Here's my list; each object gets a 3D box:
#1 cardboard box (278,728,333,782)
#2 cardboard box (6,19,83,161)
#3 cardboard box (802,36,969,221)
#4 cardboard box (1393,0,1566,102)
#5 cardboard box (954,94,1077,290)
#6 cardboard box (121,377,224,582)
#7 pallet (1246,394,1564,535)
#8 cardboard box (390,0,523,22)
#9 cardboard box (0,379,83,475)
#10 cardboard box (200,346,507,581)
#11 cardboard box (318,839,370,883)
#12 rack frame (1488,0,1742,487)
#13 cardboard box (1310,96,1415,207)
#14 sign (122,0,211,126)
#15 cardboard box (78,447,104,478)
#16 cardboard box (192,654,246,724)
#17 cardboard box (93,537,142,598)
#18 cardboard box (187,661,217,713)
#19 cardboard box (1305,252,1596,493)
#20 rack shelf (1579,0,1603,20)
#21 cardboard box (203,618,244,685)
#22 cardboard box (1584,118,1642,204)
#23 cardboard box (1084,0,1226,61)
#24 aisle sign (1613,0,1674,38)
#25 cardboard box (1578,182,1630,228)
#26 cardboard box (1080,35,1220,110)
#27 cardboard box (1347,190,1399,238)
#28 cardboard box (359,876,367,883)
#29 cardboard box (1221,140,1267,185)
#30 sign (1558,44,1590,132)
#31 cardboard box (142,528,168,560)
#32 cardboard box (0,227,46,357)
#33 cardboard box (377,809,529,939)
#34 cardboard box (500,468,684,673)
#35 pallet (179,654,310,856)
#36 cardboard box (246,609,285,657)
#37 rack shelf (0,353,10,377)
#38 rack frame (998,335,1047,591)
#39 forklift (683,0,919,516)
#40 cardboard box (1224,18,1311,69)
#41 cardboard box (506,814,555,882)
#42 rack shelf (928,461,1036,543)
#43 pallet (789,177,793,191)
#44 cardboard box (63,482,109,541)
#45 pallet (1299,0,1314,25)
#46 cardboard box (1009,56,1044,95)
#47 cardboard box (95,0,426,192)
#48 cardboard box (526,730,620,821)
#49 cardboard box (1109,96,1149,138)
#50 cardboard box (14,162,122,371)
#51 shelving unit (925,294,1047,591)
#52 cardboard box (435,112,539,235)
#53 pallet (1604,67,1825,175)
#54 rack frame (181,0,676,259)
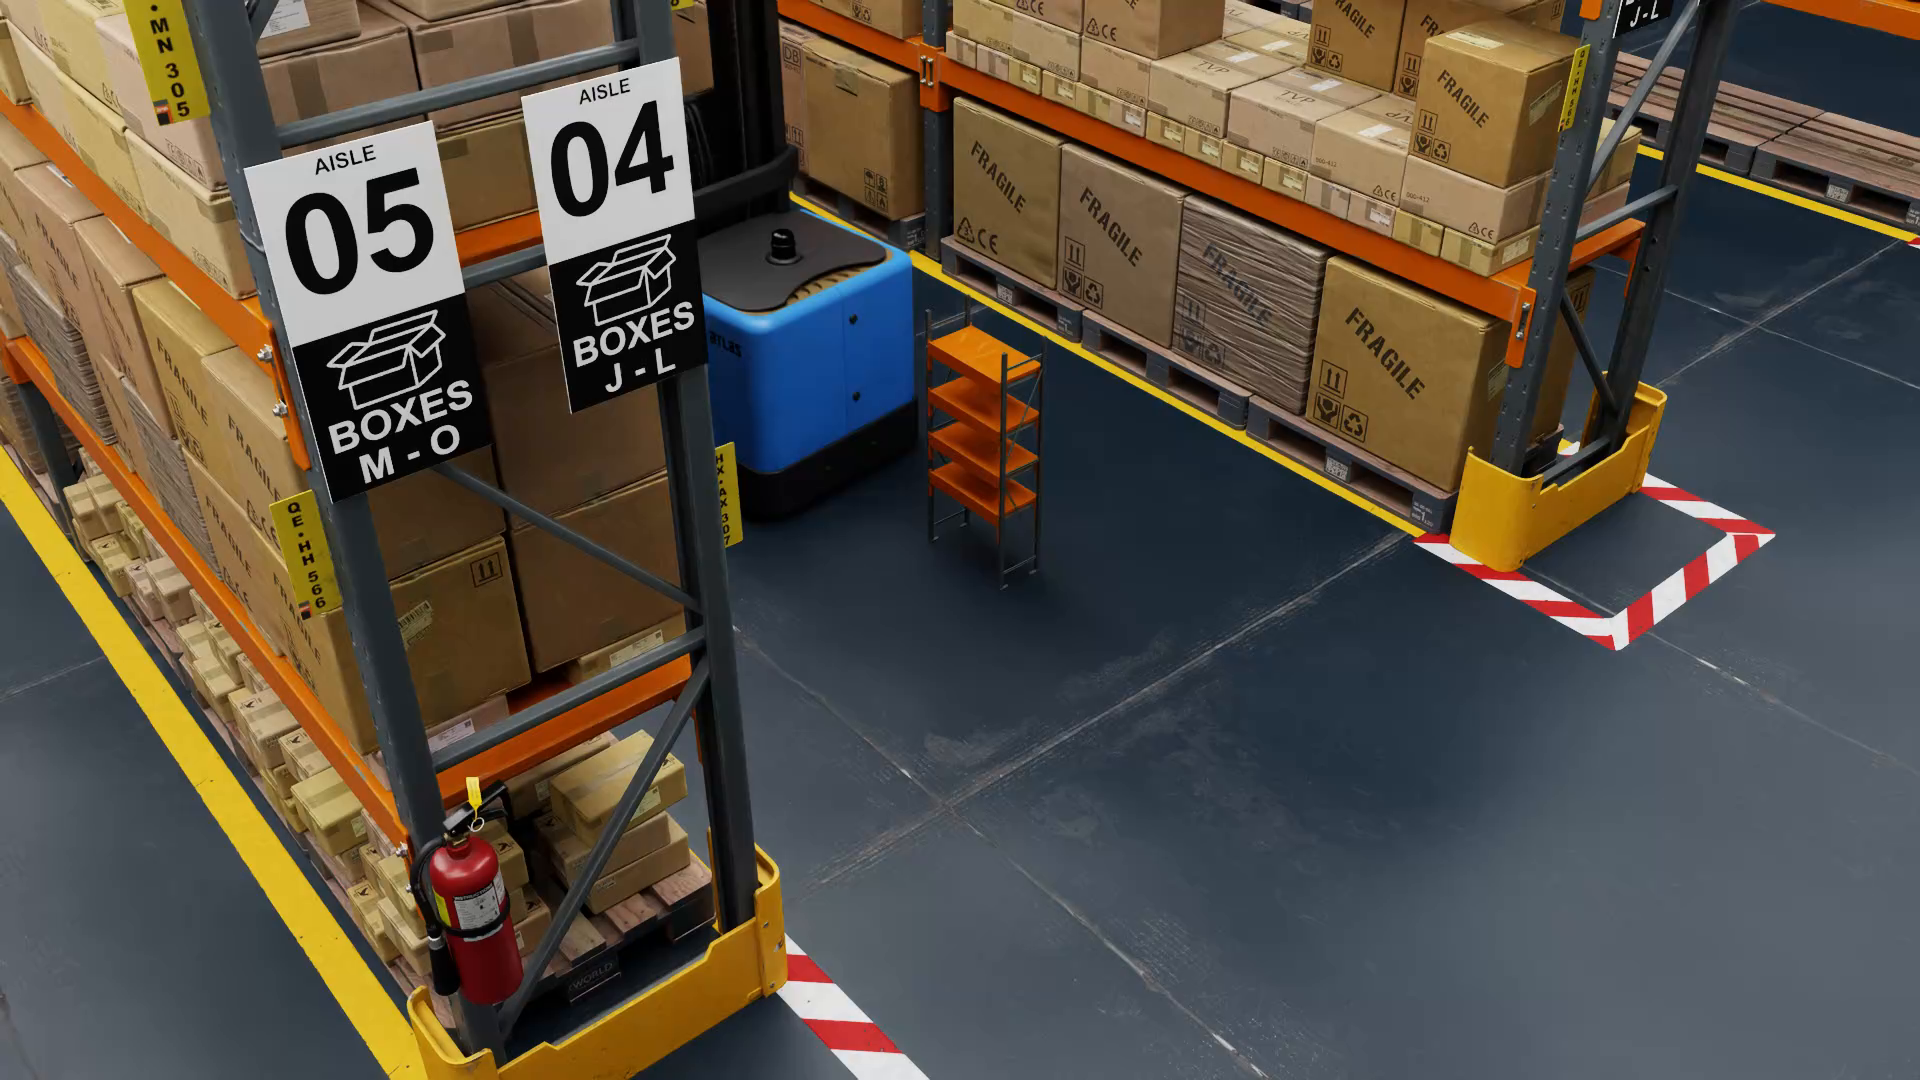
[{"bbox_3d":[-2.102,0.713,5.736,0.380,0.149,0.250,-28,44,-33],"label":"cardboard box"},{"bbox_3d":[-2.205,-1.271,4.483,0.500,0.250,0.500,-24,42,-30],"label":"cardboard box"},{"bbox_3d":[-0.221,-2.710,10.456,1.225,0.875,0.875,-26,43,-32],"label":"cardboard box"},{"bbox_3d":[2.363,-2.264,7.575,0.500,0.500,0.500,-27,43,-33],"label":"cardboard box"},{"bbox_3d":[0.572,-2.114,9.614,0.875,0.875,0.875,-26,43,-32],"label":"cardboard box"},{"bbox_3d":[-2.215,-0.273,5.197,0.500,0.500,0.500,-26,43,-32],"label":"cardboard box"},{"bbox_3d":[2.213,-0.550,8.345,1.003,0.211,1.213,-26,43,-32],"label":"pallet"},{"bbox_3d":[-1.100,-1.317,3.771,0.380,0.149,0.250,-26,43,-32],"label":"cardboard box"},{"bbox_3d":[-4.317,-0.709,7.956,0.500,0.500,0.500,-27,43,-33],"label":"cardboard box"},{"bbox_3d":[-1.550,-0.239,4.283,0.500,0.500,0.500,-27,43,-33],"label":"cardboard box"},{"bbox_3d":[-1.960,0.956,5.651,0.380,0.149,0.250,-28,44,-33],"label":"cardboard box"},{"bbox_3d":[2.789,-1.365,7.081,1.000,3.000,0.127,-26,43,-32],"label":"rack frame"},{"bbox_3d":[1.947,-1.764,7.518,0.500,0.250,0.500,-27,43,-33],"label":"cardboard box"},{"bbox_3d":[-1.502,-0.947,3.130,0.100,0.325,0.005,-26,43,-32],"label":"sign"},{"bbox_3d":[-3.582,-0.347,7.233,0.380,0.149,0.250,-24,42,-30],"label":"cardboard box"},{"bbox_3d":[-2.655,0.501,6.293,0.380,0.149,0.250,-26,43,-31],"label":"cardboard box"},{"bbox_3d":[-3.485,0.065,7.166,0.380,0.149,0.250,-25,42,-31],"label":"cardboard box"},{"bbox_3d":[-2.789,0.505,6.545,0.380,0.149,0.250,-27,44,-33],"label":"cardboard box"},{"bbox_3d":[2.315,-0.922,7.931,0.875,0.875,0.875,-26,43,-32],"label":"cardboard box"},{"bbox_3d":[1.498,-3.178,7.669,1.077,0.370,4.000,-26,43,-32],"label":"rack shelf"},{"bbox_3d":[-2.593,0.353,6.245,0.380,0.149,0.250,-26,43,-32],"label":"cardboard box"},{"bbox_3d":[2.685,-1.737,7.480,0.500,0.250,0.500,-27,43,-33],"label":"cardboard box"},{"bbox_3d":[0.973,-2.742,8.249,0.500,0.500,0.500,-28,44,-33],"label":"cardboard box"},{"bbox_3d":[2.606,-2.282,6.127,0.394,0.787,0.004,-26,43,-32],"label":"aisle sign"},{"bbox_3d":[2.812,-1.542,7.549,0.380,0.149,0.250,-25,43,-31],"label":"cardboard box"},{"bbox_3d":[0.967,-2.438,8.469,0.500,0.250,0.500,-25,42,-31],"label":"cardboard box"},{"bbox_3d":[1.977,-1.522,7.522,0.380,0.149,0.250,-26,43,-32],"label":"cardboard box"},{"bbox_3d":[-1.912,1.054,5.770,0.380,0.149,0.250,-26,43,-32],"label":"cardboard box"},{"bbox_3d":[1.480,-1.861,8.000,0.380,0.149,0.250,-26,43,-32],"label":"cardboard box"},{"bbox_3d":[2.366,-1.738,6.401,0.100,0.325,0.005,-26,43,-32],"label":"sign"},{"bbox_3d":[-3.063,-0.003,6.748,0.380,0.149,0.250,-27,43,-33],"label":"cardboard box"},{"bbox_3d":[-3.195,-0.959,6.165,0.500,0.500,0.500,-26,43,-32],"label":"cardboard box"},{"bbox_3d":[-1.600,1.051,5.260,0.380,0.149,0.250,-25,43,-31],"label":"cardboard box"},{"bbox_3d":[-1.144,-0.023,4.843,0.500,0.500,0.500,-24,42,-30],"label":"cardboard box"},{"bbox_3d":[-2.395,0.635,6.671,1.003,0.211,1.213,-26,43,-32],"label":"pallet"},{"bbox_3d":[-1.979,0.172,5.129,0.380,0.149,0.250,-25,42,-31],"label":"cardboard box"},{"bbox_3d":[-4.937,-1.915,8.481,1.077,0.370,4.000,-26,43,-32],"label":"rack shelf"},{"bbox_3d":[0.264,-0.309,7.148,0.240,1.200,0.015,-26,43,-32],"label":"rack frame"},{"bbox_3d":[-1.626,-2.041,8.096,3.031,2.935,1.130,28,44,34],"label":"forklift"},{"bbox_3d":[1.683,-2.416,8.438,0.500,0.250,0.500,-27,43,-33],"label":"cardboard box"},{"bbox_3d":[-1.390,0.997,5.850,0.380,0.149,0.250,-26,43,-32],"label":"cardboard box"},{"bbox_3d":[0.107,-0.200,7.454,0.258,0.148,0.480,-26,43,-32],"label":"rack shelf"},{"bbox_3d":[-1.139,-2.844,11.583,1.003,0.211,1.213,-26,43,-32],"label":"pallet"},{"bbox_3d":[-3.657,-0.175,7.248,0.380,0.149,0.250,-24,42,-30],"label":"cardboard box"},{"bbox_3d":[3.525,-4.196,13.492,1.003,0.211,1.213,-26,43,-32],"label":"pallet"},{"bbox_3d":[0.485,-2.541,8.960,0.380,0.149,0.250,-25,42,-30],"label":"cardboard box"},{"bbox_3d":[-1.557,-1.035,3.717,0.500,0.250,0.500,-27,44,-33],"label":"cardboard box"},{"bbox_3d":[-1.341,0.842,5.811,0.380,0.149,0.250,-26,43,-32],"label":"cardboard box"},{"bbox_3d":[0.981,-2.201,8.480,0.380,0.149,0.250,-25,43,-31],"label":"cardboard box"},{"bbox_3d":[-2.564,-0.921,5.246,0.500,0.500,0.500,-28,44,-33],"label":"cardboard box"},{"bbox_3d":[0.107,-0.417,7.300,0.258,1.200,0.503,-26,43,-32],"label":"shelving unit"},{"bbox_3d":[-1.160,-1.016,4.123,0.500,0.250,0.500,-24,42,-30],"label":"cardboard box"},{"bbox_3d":[5.287,-2.991,11.790,1.003,0.211,1.213,-26,43,-32],"label":"pallet"},{"bbox_3d":[-1.065,-2.007,2.799,1.000,3.000,0.127,-26,43,-32],"label":"rack frame"}]
